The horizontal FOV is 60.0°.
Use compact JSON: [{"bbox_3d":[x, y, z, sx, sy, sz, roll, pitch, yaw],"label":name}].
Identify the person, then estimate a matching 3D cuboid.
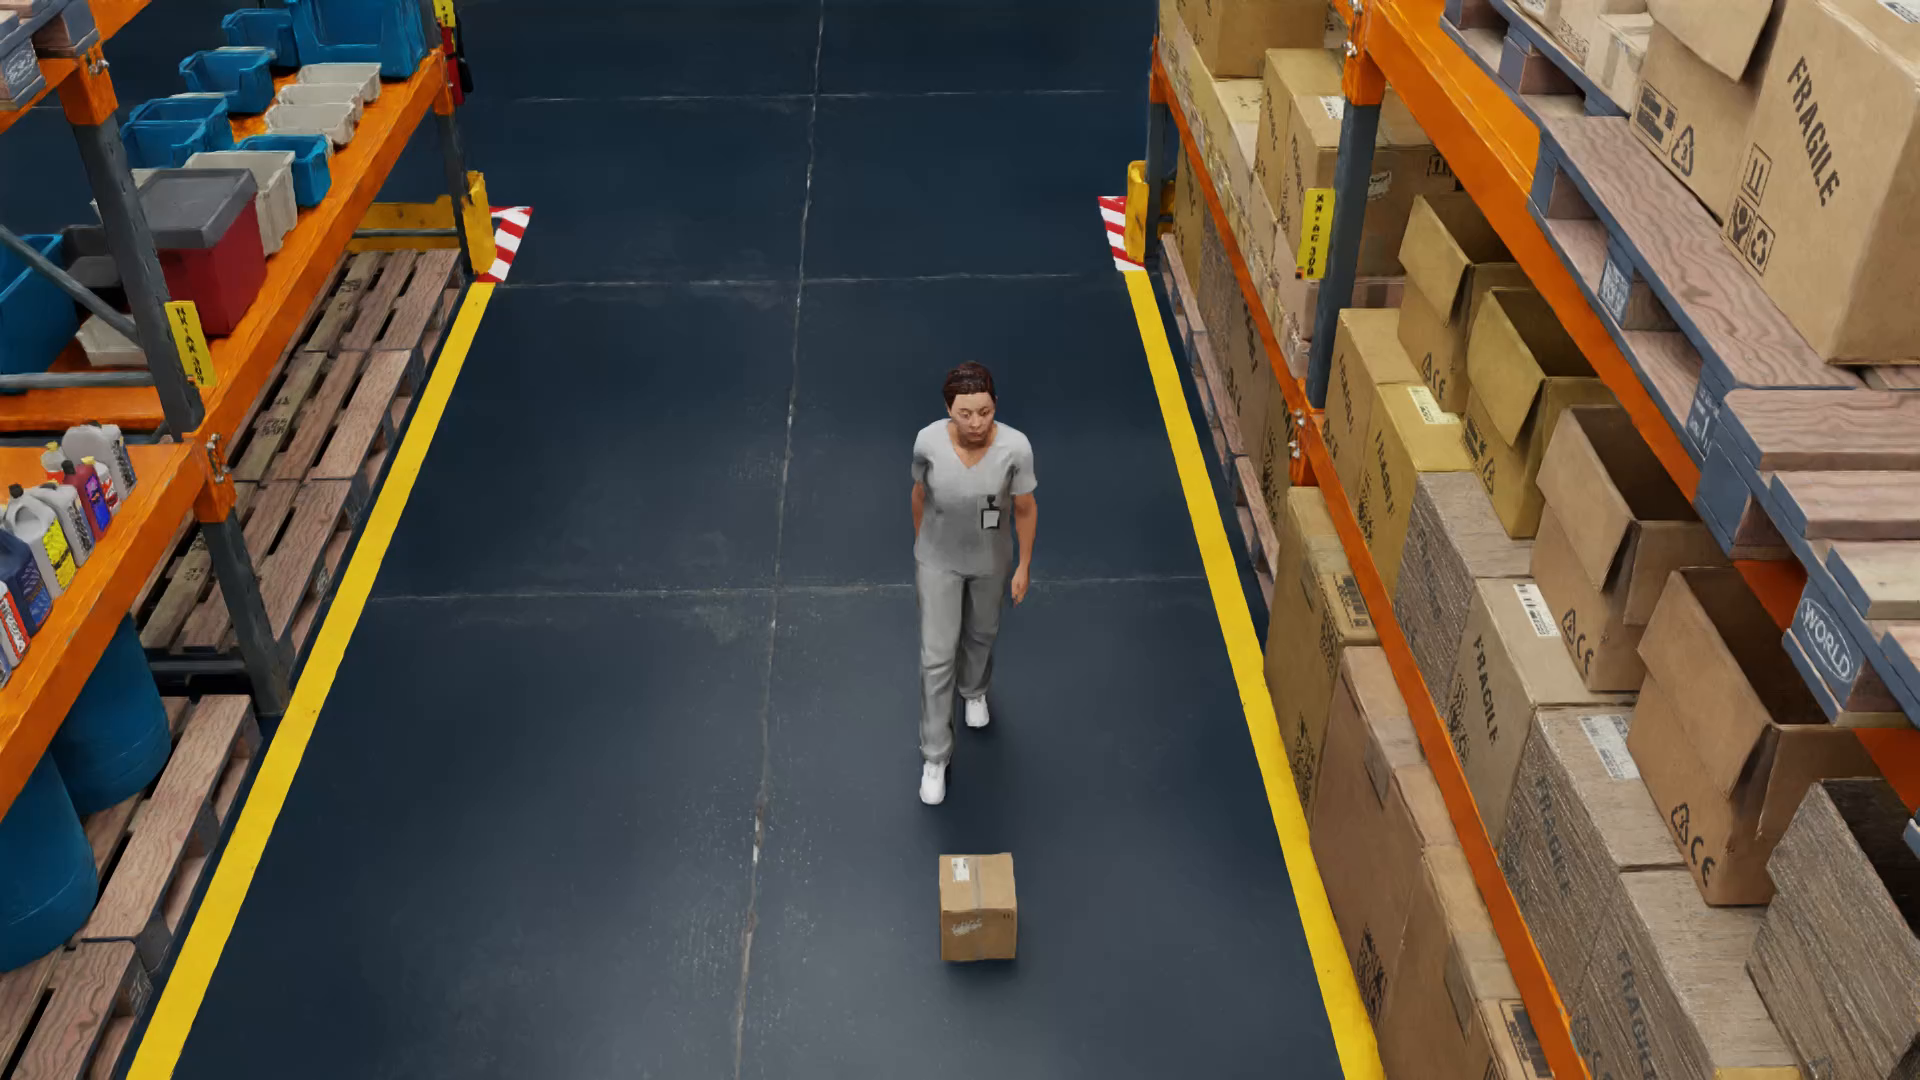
[{"bbox_3d":[0.051,0.106,5.984,0.448,1.655,0.707,-3,35,-4],"label":"person"}]
